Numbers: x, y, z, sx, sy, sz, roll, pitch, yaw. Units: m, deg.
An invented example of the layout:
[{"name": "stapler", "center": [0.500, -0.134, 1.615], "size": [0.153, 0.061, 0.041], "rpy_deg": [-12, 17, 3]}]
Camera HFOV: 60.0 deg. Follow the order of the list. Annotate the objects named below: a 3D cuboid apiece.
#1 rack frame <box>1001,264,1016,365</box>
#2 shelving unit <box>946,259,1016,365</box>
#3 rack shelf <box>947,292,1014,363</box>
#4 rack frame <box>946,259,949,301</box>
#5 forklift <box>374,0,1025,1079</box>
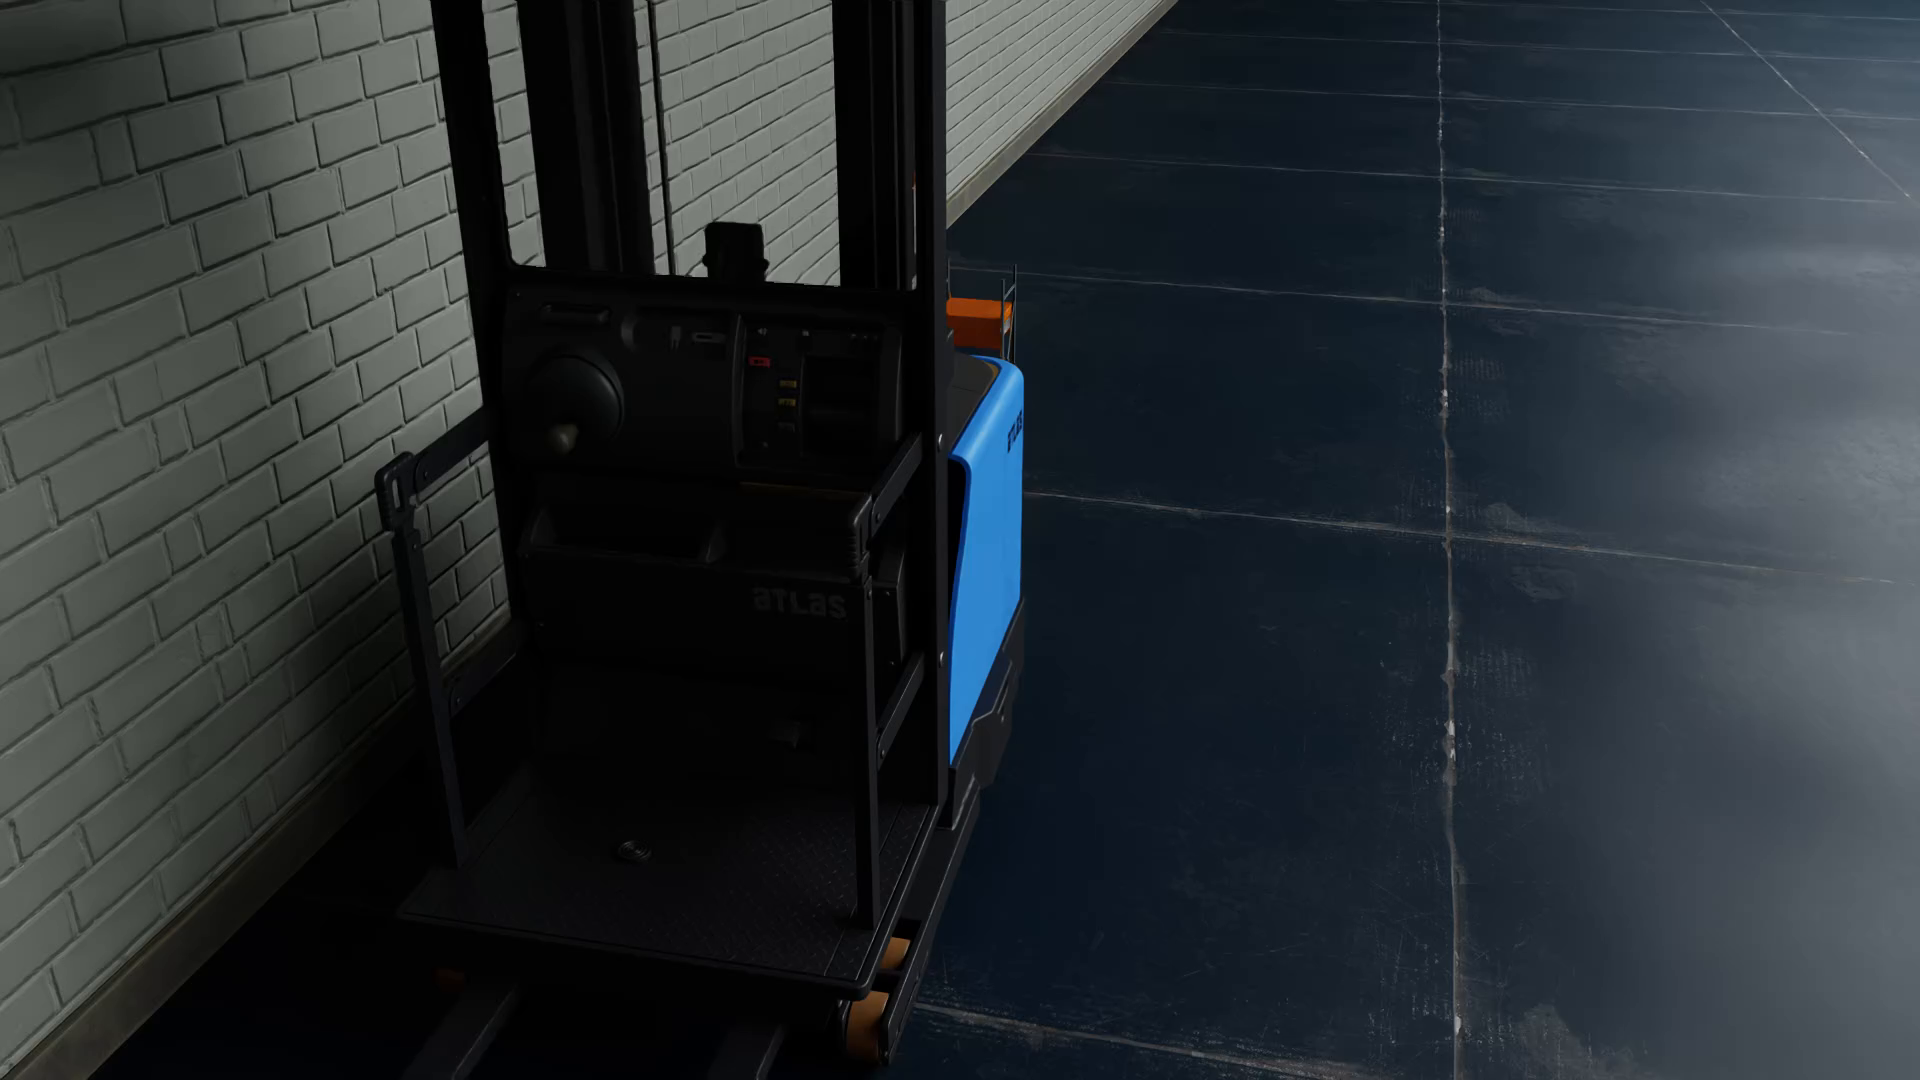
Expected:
[{"name": "rack frame", "center": [0.170, -0.455, 5.985], "size": [0.008, 1.050, 0.200], "rpy_deg": [6, 26, 13]}, {"name": "shelving unit", "center": [0.052, -0.468, 6.012], "size": [0.252, 1.050, 0.215], "rpy_deg": [6, 26, 13]}, {"name": "rack shelf", "center": [0.052, -0.715, 5.895], "size": [0.240, 0.259, 0.215], "rpy_deg": [6, 26, 13]}, {"name": "rack frame", "center": [-0.066, -0.481, 6.040], "size": [0.008, 1.050, 0.200], "rpy_deg": [6, 26, 13]}, {"name": "forklift", "center": [-0.624, -0.317, 3.506], "size": [1.130, 2.935, 3.031], "rpy_deg": [6, 26, 11]}]
